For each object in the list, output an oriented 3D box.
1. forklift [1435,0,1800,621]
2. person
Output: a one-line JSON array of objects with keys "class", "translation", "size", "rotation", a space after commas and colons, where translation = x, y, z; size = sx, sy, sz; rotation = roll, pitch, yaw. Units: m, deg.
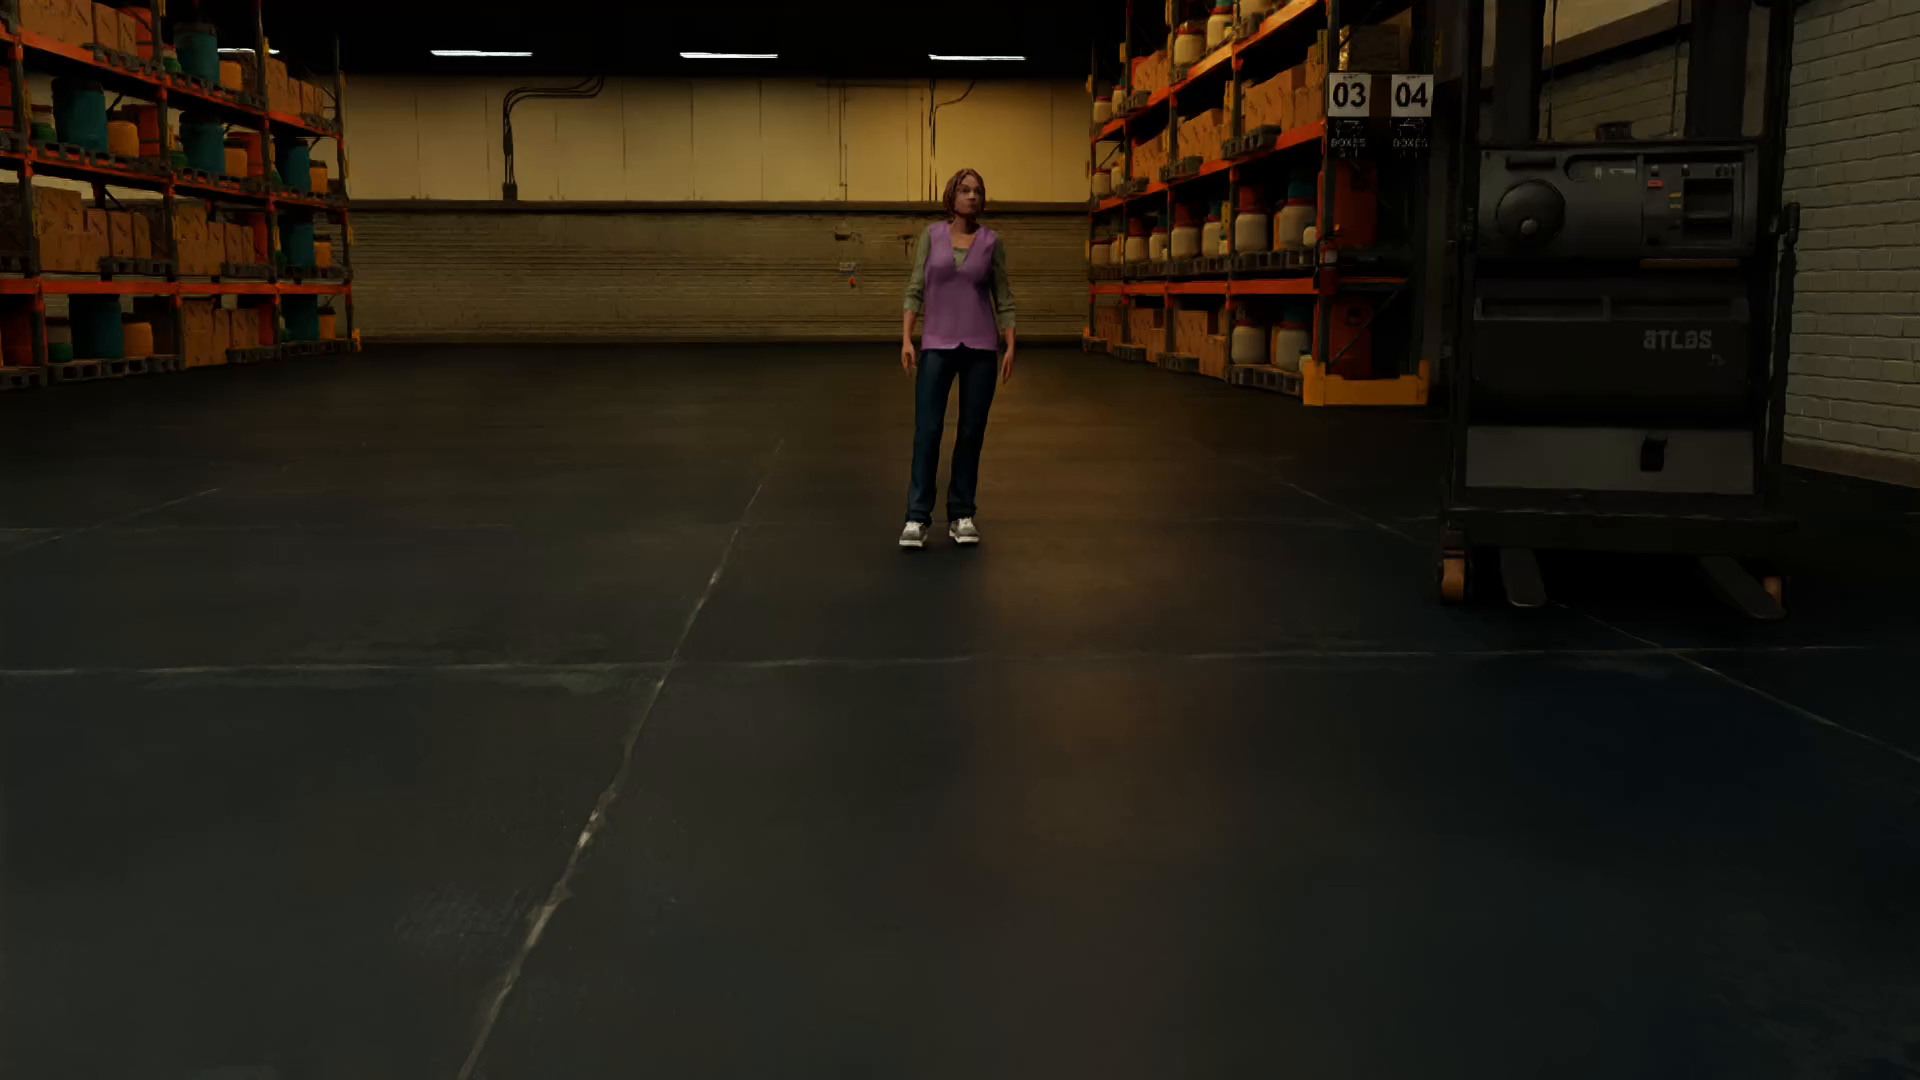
[{"class": "forklift", "translation": [2.283, -1.248, 5.735], "size": [1.130, 2.935, 3.031], "rotation": [2, 9, 16]}, {"class": "person", "translation": [-0.009, -0.786, 7.118], "size": [0.520, 1.597, 0.474], "rotation": [-1, 8, -4]}]
